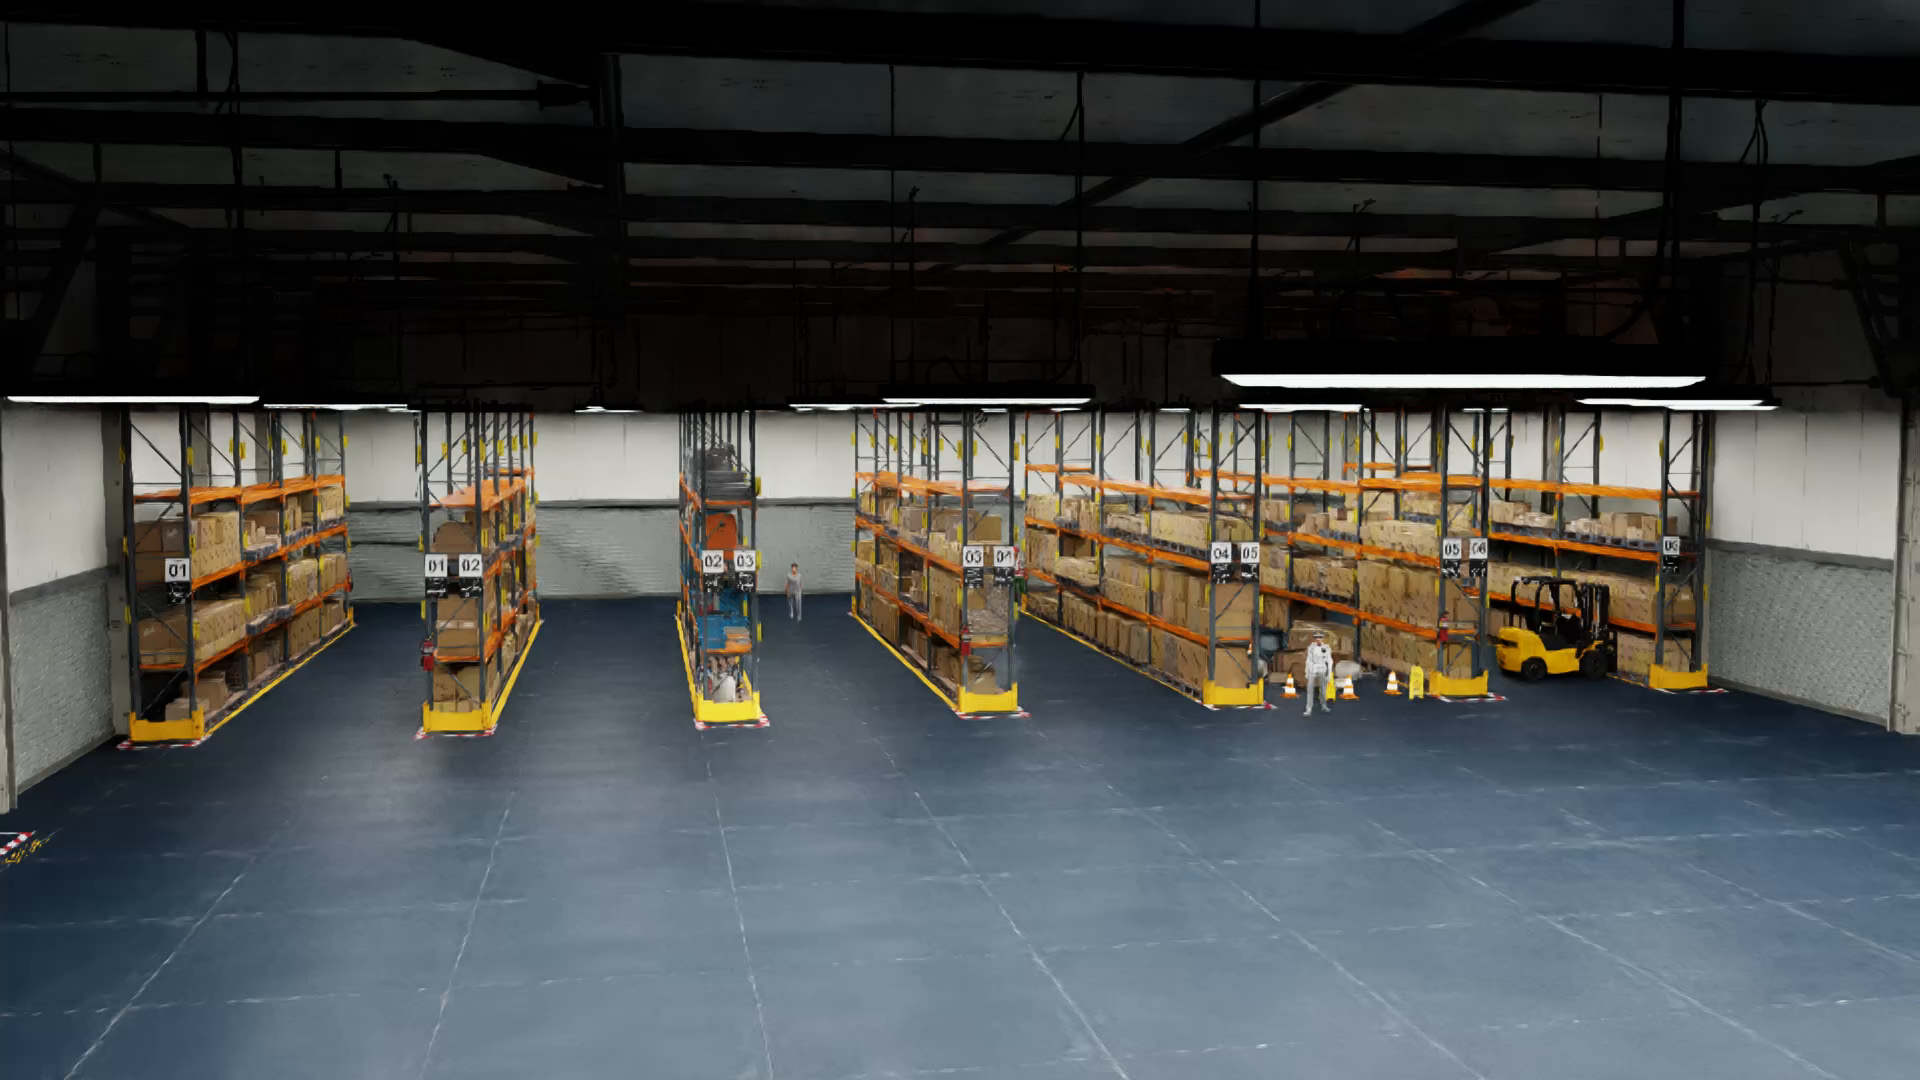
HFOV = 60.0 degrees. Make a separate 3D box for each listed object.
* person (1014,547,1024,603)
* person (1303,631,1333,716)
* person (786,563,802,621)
[{"bbox_3d":[1.747,1.082,49.859,0.576,1.774,0.572,2,5,24],"label":"person"},{"bbox_3d":[6.829,2.514,31.663,0.520,1.625,0.912,1,5,17],"label":"person"},{"bbox_3d":[-4.618,1.425,46.238,0.446,1.590,1.106,-1,4,-9],"label":"person"}]
